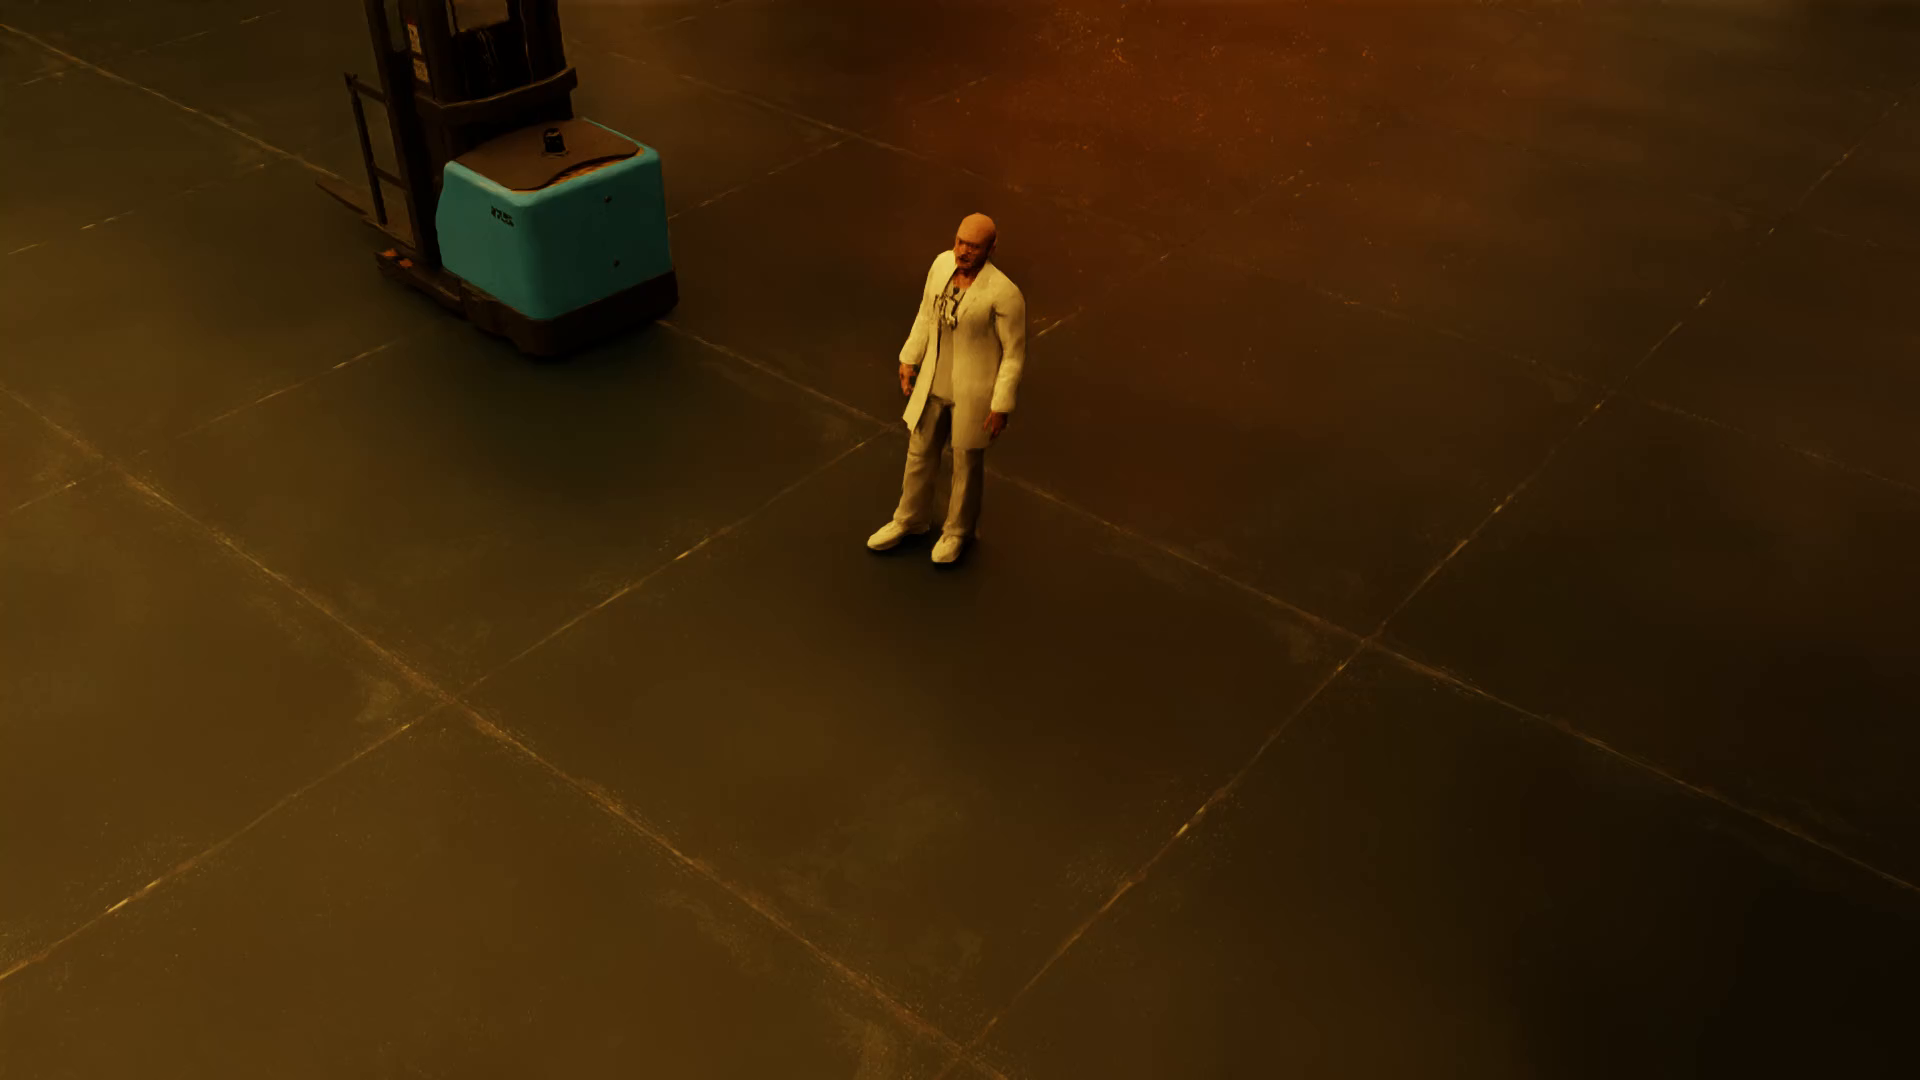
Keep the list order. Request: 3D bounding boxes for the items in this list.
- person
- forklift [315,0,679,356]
[{"bbox_3d":[-0.061,-0.686,7.928,0.694,1.776,0.579,26,43,31],"label":"person"},{"bbox_3d":[-3.177,-3.033,10.191,3.031,2.935,1.130,30,45,34],"label":"forklift"}]
